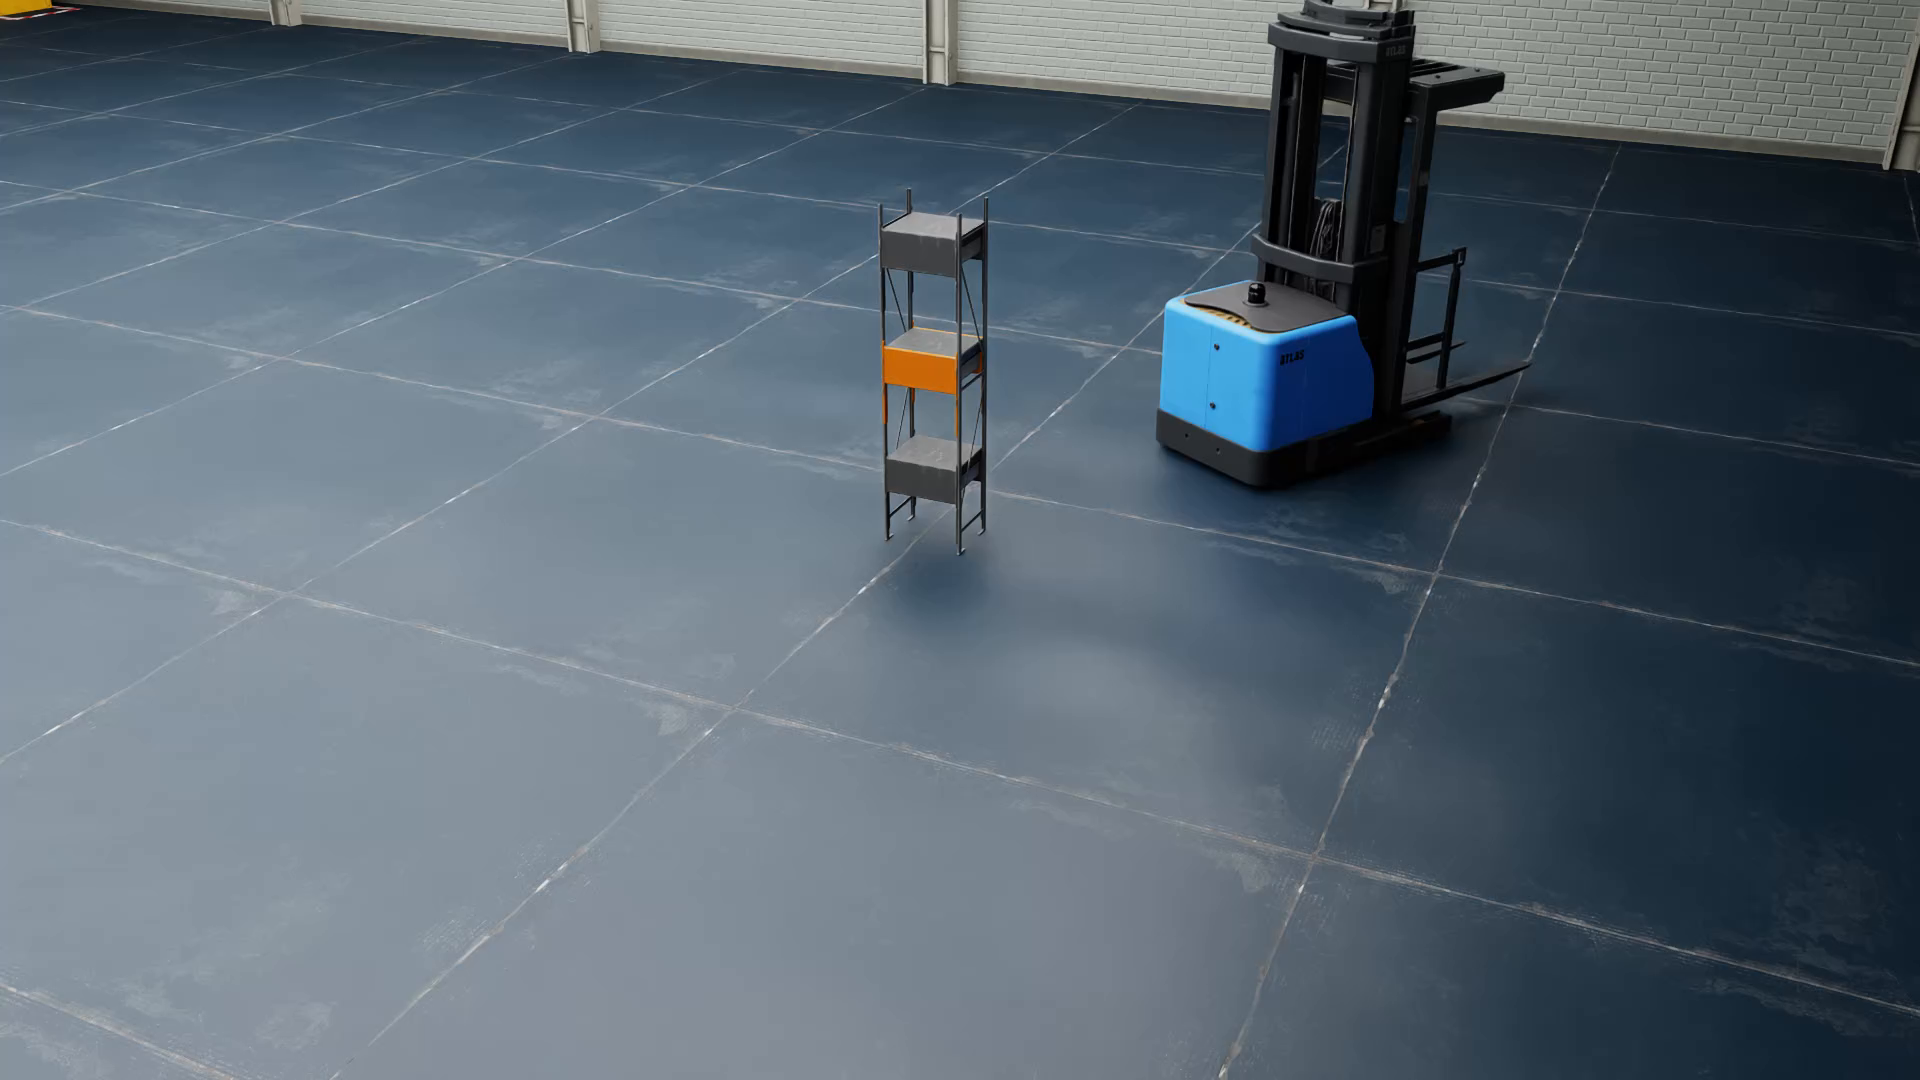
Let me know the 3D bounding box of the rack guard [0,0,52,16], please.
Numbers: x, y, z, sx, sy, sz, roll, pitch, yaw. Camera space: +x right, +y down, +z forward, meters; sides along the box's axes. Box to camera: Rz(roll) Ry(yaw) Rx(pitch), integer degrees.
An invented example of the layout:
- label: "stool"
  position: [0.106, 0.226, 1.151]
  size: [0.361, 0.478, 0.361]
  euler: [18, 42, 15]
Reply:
- label: "rack guard"
  position: [-16.379, -9.418, 28.813]
  size: [0.348, 0.500, 1.175]
  euler: [11, 28, 22]

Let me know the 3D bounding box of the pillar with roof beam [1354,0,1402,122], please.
- label: "pillar with roof beam"
  position: [3.404, -7.606, 15.510]
  size: [0.400, 9.000, 9.100]
  euler: [11, 28, 22]

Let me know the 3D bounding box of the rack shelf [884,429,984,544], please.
- label: "rack shelf"
  position: [-0.151, -0.332, 10.163]
  size: [0.480, 0.518, 0.431]
  euler: [11, 28, 22]

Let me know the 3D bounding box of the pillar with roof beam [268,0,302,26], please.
- label: "pillar with roof beam"
  position: [-12.982, -10.897, 22.195]
  size: [0.400, 9.000, 9.100]
  euler: [11, 28, 22]

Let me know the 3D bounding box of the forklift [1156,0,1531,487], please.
- label: "forklift"
  position: [2.846, -2.161, 11.320]
  size: [3.031, 2.935, 1.130]
  euler: [-18, 31, -32]

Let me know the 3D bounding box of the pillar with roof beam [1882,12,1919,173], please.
- label: "pillar with roof beam"
  position: [8.865, -6.509, 13.282]
  size: [0.400, 9.000, 9.100]
  euler: [11, 28, 22]

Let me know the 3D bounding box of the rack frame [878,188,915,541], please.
- label: "rack frame"
  position: [-0.373, -1.017, 9.938]
  size: [0.015, 2.100, 0.400]
  euler: [11, 28, 22]

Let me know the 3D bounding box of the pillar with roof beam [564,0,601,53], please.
- label: "pillar with roof beam"
  position: [-7.520, -9.800, 19.967]
  size: [0.400, 9.000, 9.100]
  euler: [11, 28, 22]

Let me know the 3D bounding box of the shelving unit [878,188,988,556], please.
- label: "shelving unit"
  position: [-0.151, -0.972, 9.848]
  size: [0.503, 2.100, 0.431]
  euler: [11, 28, 22]

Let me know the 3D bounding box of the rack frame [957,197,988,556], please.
- label: "rack frame"
  position: [0.071, -0.928, 9.757]
  size: [0.015, 2.100, 0.400]
  euler: [11, 28, 22]

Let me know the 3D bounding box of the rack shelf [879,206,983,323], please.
- label: "rack shelf"
  position: [-0.151, -1.588, 9.545]
  size: [0.480, 0.518, 0.431]
  euler: [11, 28, 22]

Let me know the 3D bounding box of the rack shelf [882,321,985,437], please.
- label: "rack shelf"
  position: [-0.151, -0.960, 9.854]
  size: [0.480, 0.518, 0.431]
  euler: [11, 28, 22]

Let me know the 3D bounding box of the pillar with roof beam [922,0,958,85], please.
- label: "pillar with roof beam"
  position: [-2.058, -8.703, 17.739]
  size: [0.400, 9.000, 9.100]
  euler: [11, 28, 22]
